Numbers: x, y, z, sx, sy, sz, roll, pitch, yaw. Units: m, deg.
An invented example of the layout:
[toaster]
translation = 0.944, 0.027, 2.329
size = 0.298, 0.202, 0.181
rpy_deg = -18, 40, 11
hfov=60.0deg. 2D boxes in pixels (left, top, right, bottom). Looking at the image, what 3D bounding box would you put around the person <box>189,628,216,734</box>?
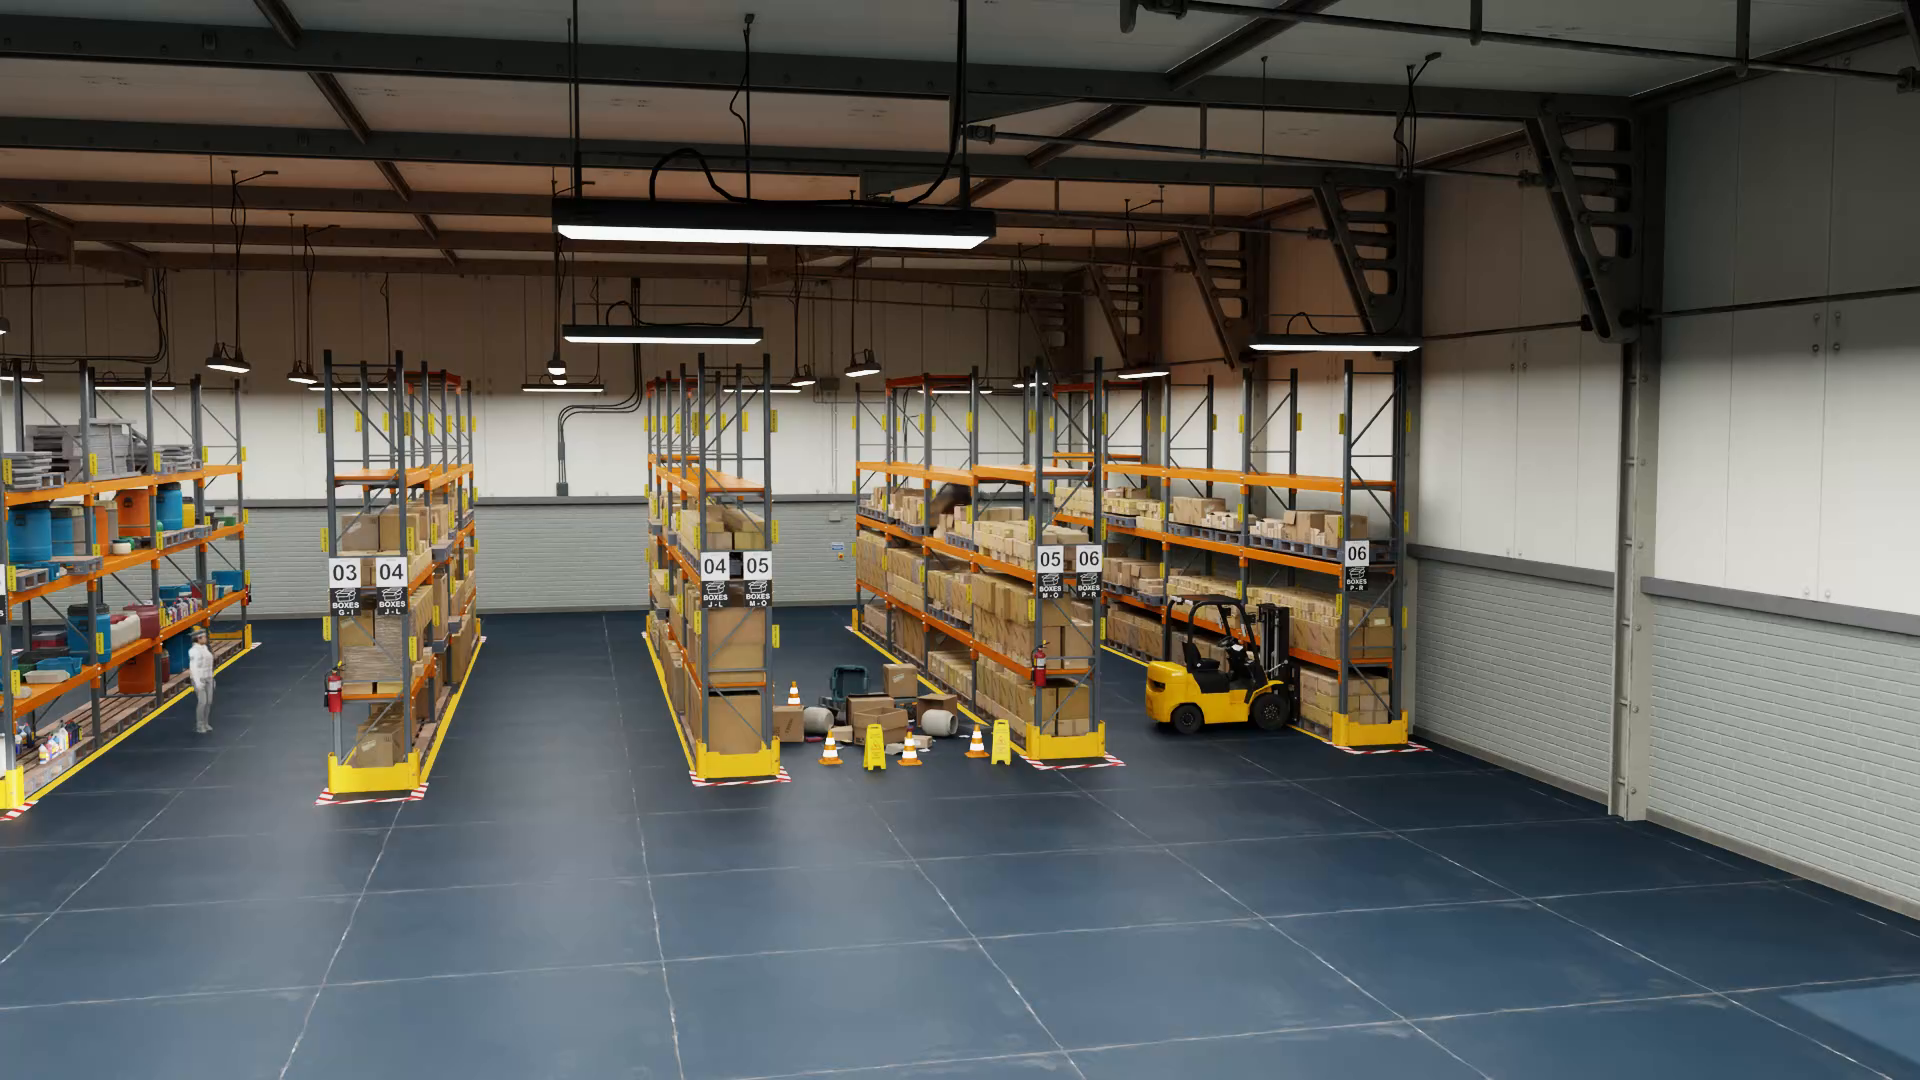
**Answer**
[person]
translation = -12.345, 2.310, 27.182
size = 0.457, 1.731, 0.499
rpy_deg = 1, 4, 20
